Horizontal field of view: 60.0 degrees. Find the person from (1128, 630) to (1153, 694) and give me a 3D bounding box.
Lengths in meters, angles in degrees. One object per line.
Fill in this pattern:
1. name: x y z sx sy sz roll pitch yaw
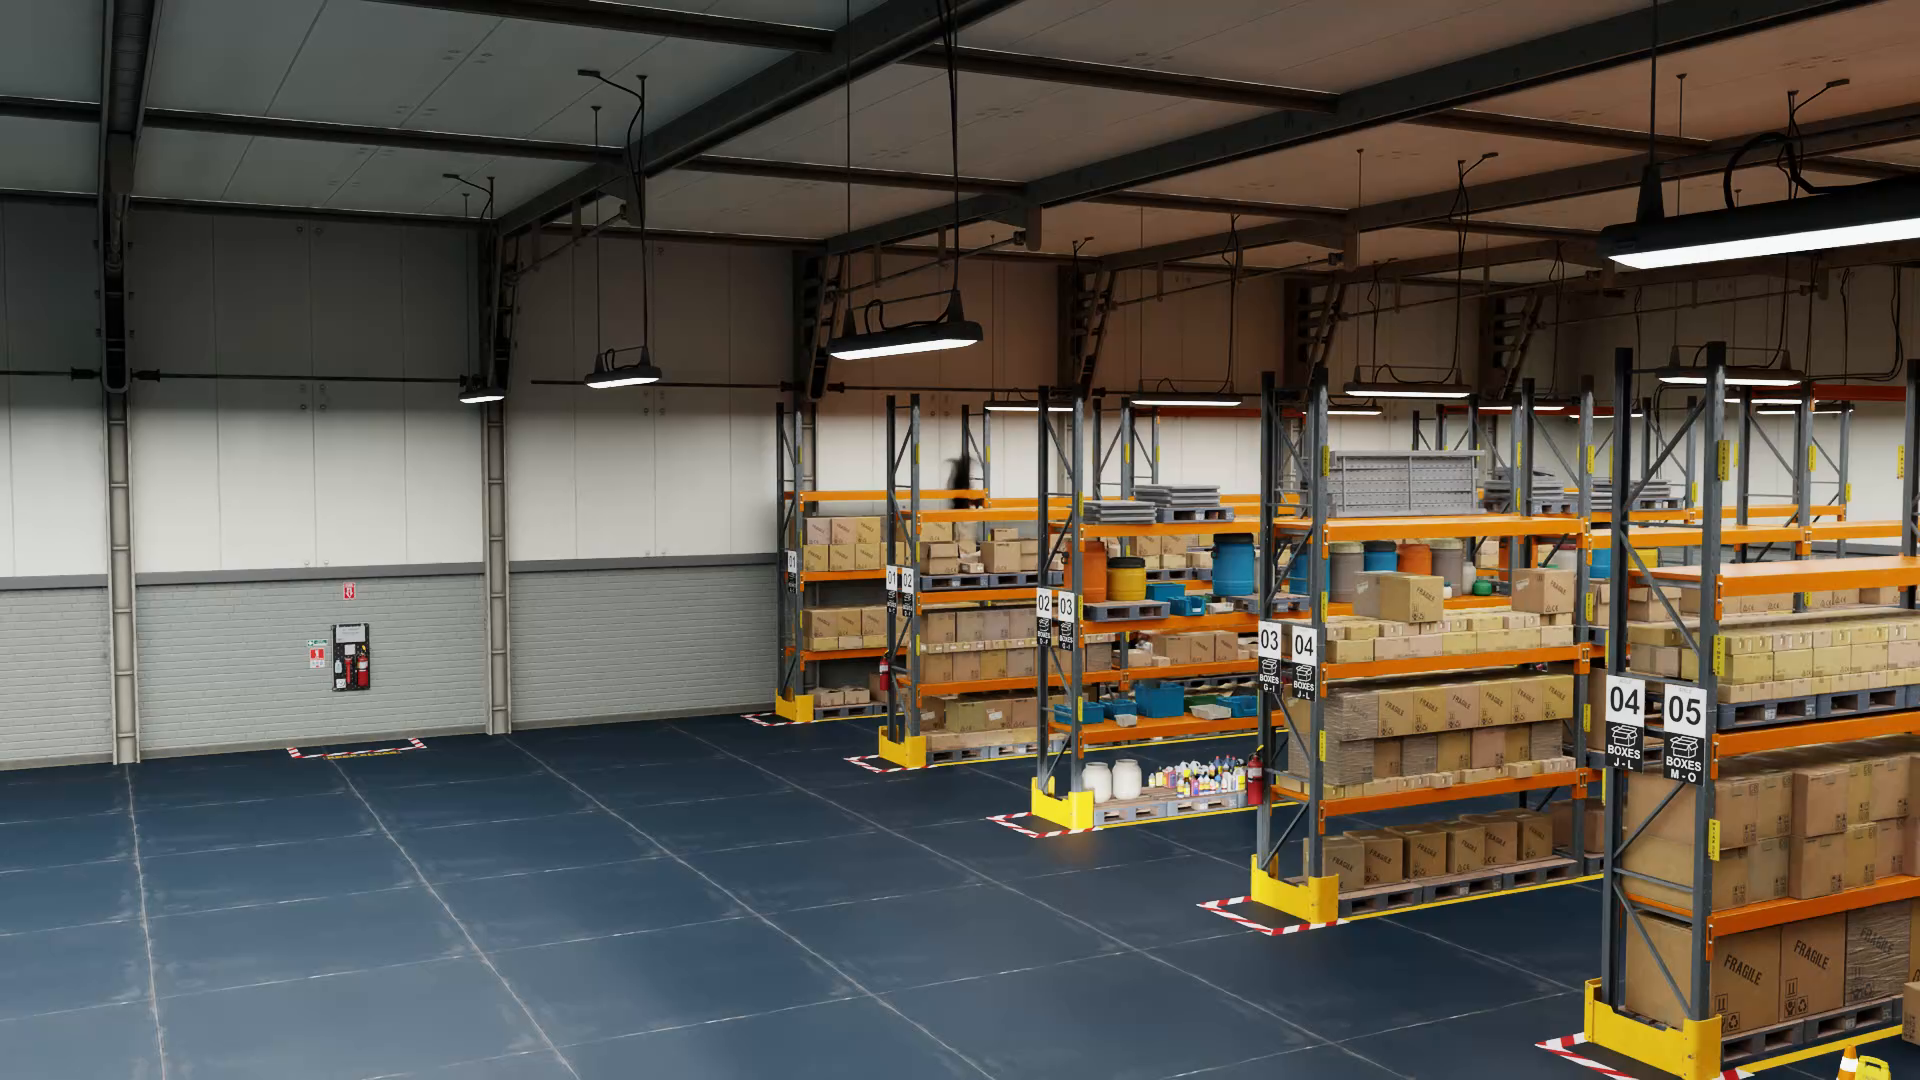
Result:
1. person: 3.405 2.497 31.493 0.649 1.731 0.634 -2 4 -32
